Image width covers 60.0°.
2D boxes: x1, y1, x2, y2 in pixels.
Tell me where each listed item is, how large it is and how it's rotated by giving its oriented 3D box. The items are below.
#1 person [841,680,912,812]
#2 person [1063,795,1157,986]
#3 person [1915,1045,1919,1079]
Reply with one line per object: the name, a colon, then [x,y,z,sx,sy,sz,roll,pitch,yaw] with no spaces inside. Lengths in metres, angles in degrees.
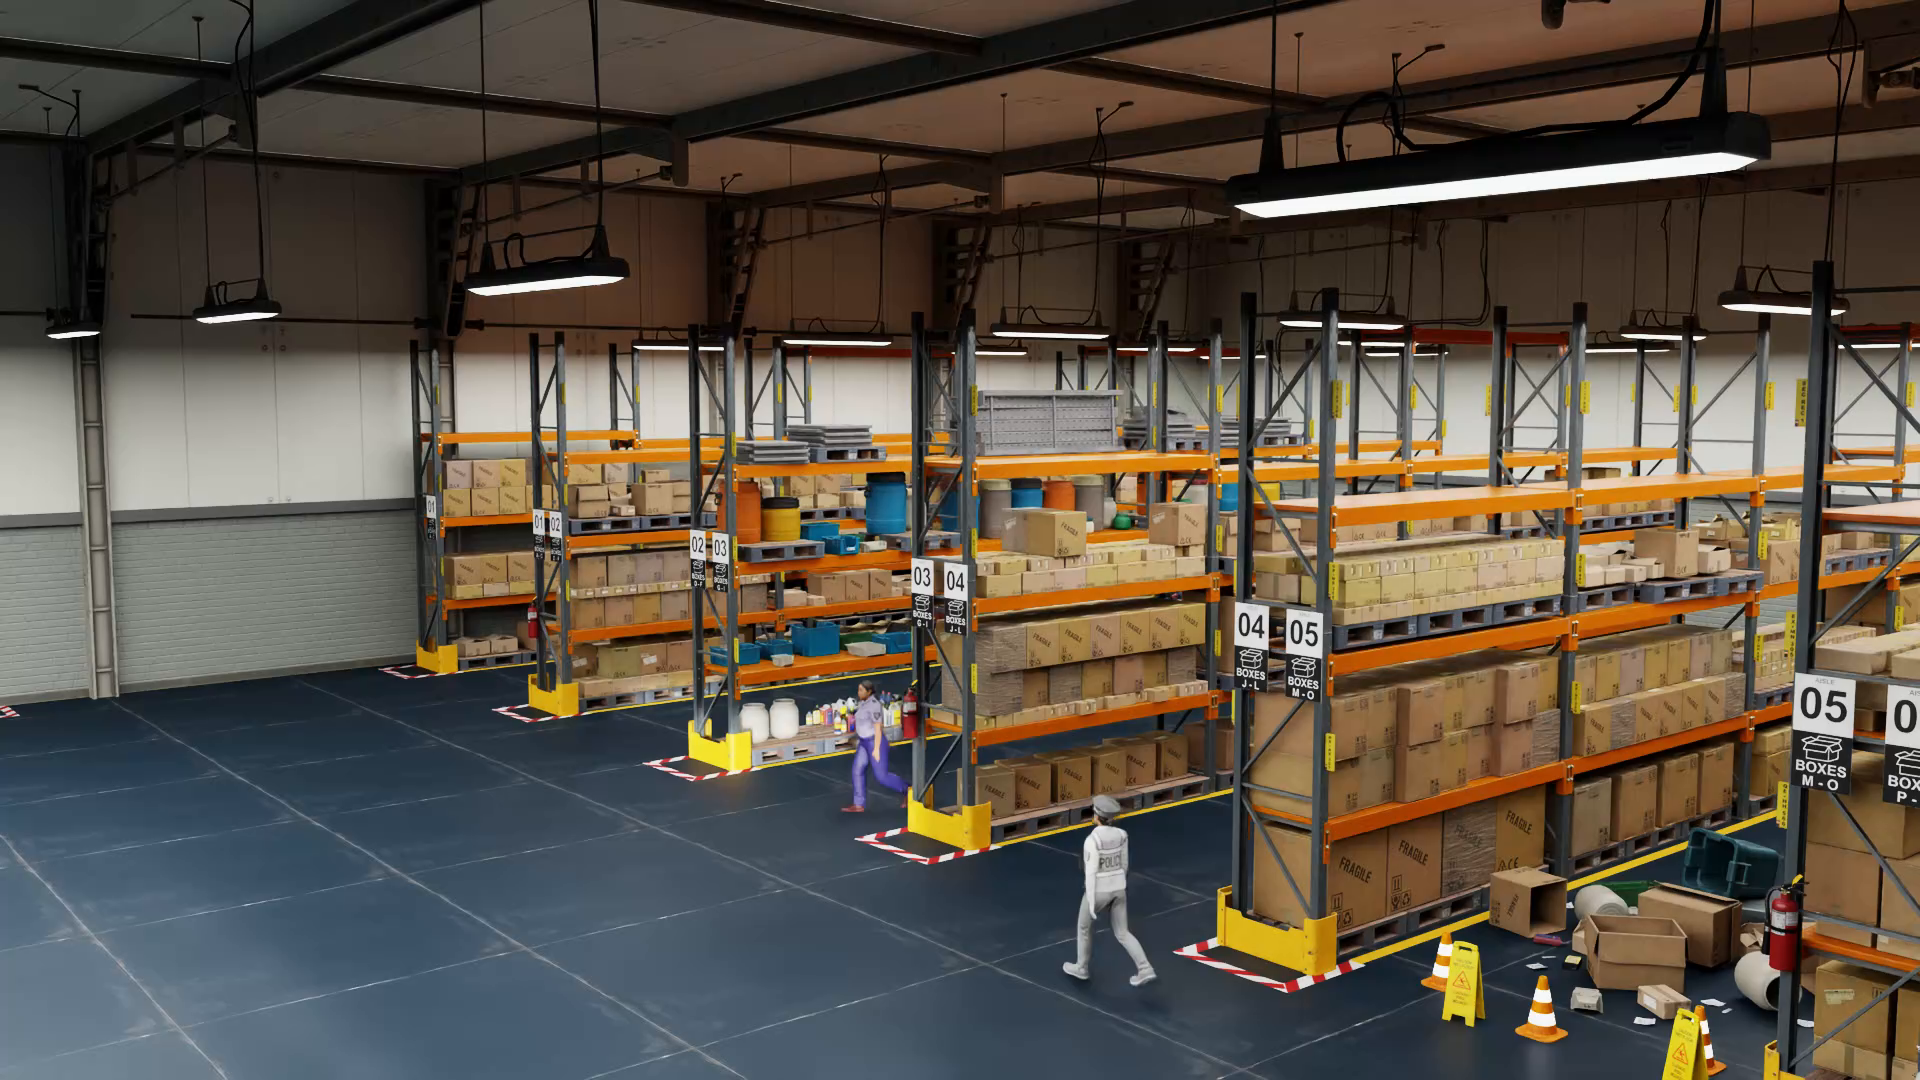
person: [-1.010,2.499,20.201,0.889,1.596,0.502,-2,6,-24]
person: [1.266,3.016,14.256,0.486,1.642,0.970,-4,7,-38]
person: [5.460,3.467,9.014,0.652,1.755,0.602,-2,6,-24]
